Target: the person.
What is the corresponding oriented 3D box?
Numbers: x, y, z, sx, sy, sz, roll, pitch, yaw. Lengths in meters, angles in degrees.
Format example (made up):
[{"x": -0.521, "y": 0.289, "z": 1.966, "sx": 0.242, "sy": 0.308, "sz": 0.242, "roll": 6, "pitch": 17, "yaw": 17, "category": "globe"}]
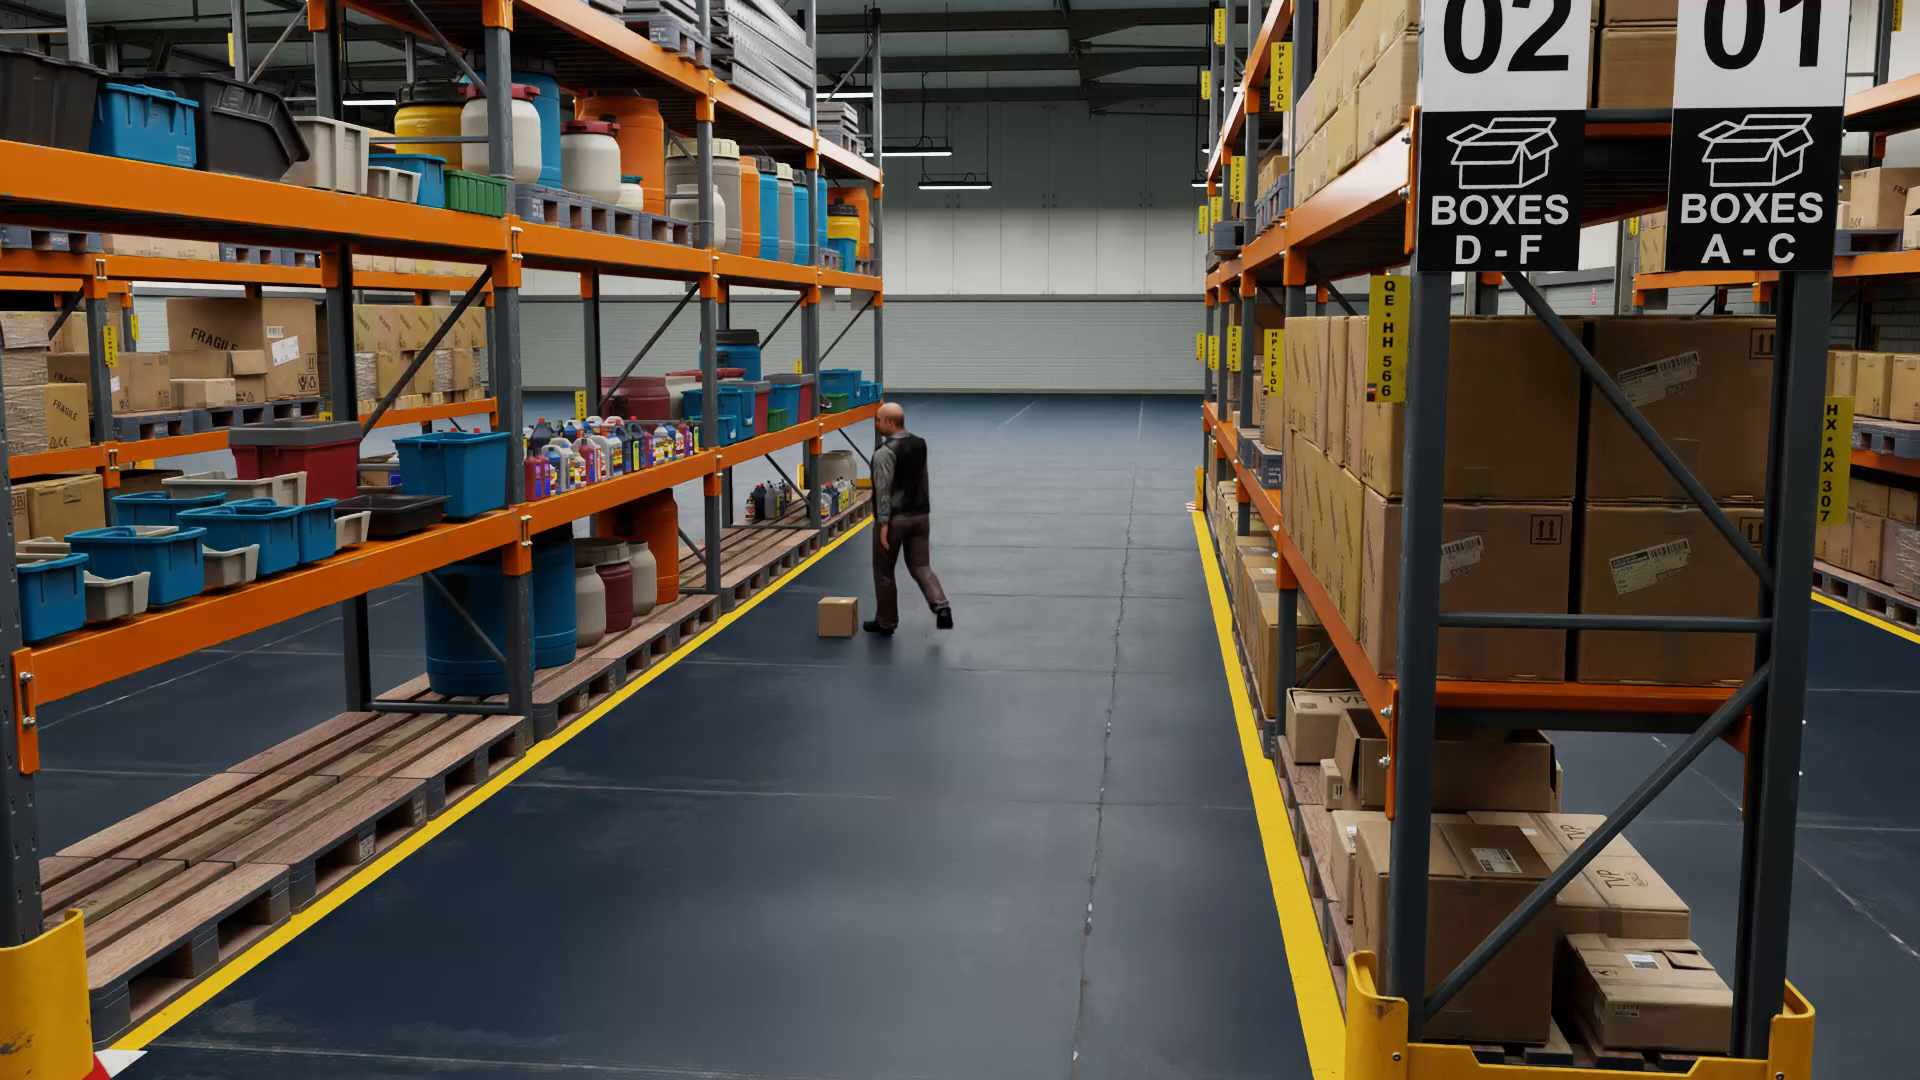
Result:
[{"x": -0.396, "y": -0.134, "z": 11.935, "sx": 0.599, "sy": 1.706, "sz": 0.872, "roll": -7, "pitch": 10, "yaw": -44, "category": "person"}]
